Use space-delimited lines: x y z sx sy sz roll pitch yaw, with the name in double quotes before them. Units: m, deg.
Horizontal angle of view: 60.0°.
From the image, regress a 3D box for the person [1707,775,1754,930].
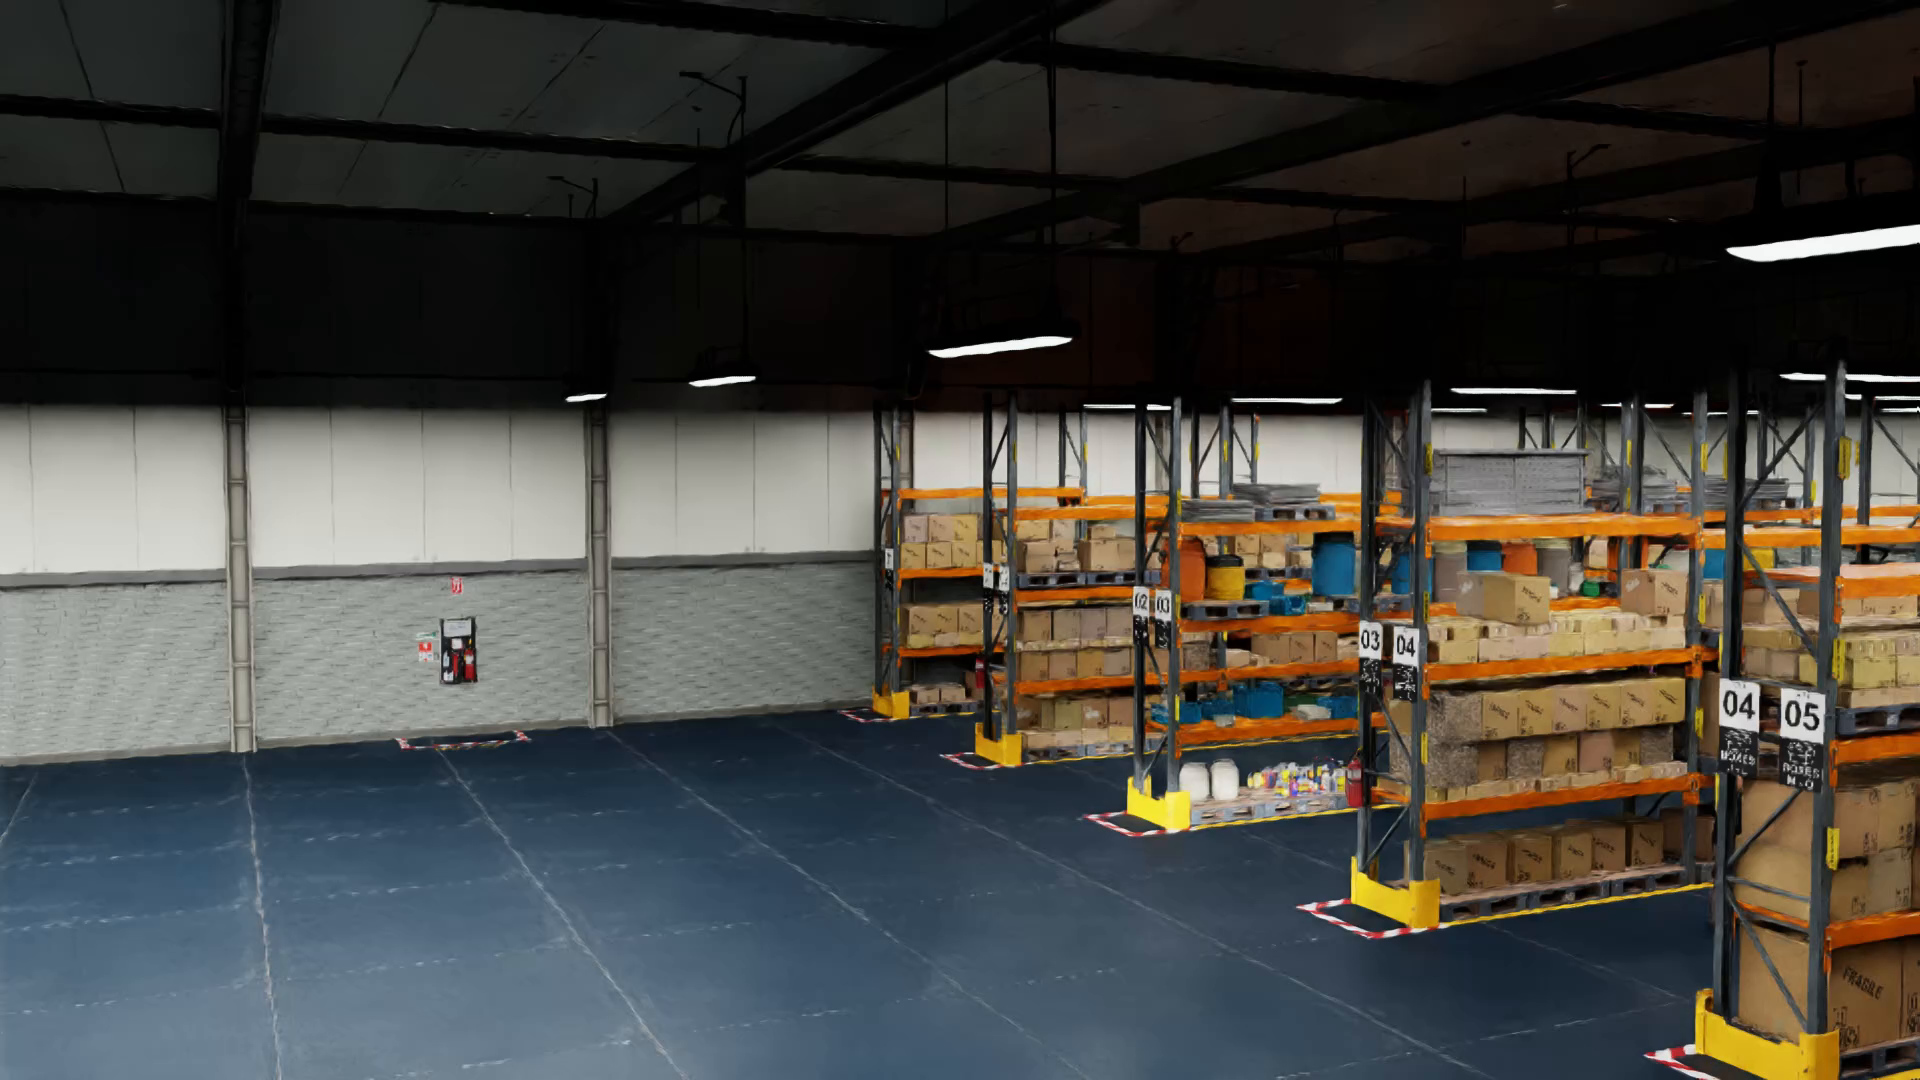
"person" 8.211 3.259 17.617 0.463 1.731 0.598 3 4 38
